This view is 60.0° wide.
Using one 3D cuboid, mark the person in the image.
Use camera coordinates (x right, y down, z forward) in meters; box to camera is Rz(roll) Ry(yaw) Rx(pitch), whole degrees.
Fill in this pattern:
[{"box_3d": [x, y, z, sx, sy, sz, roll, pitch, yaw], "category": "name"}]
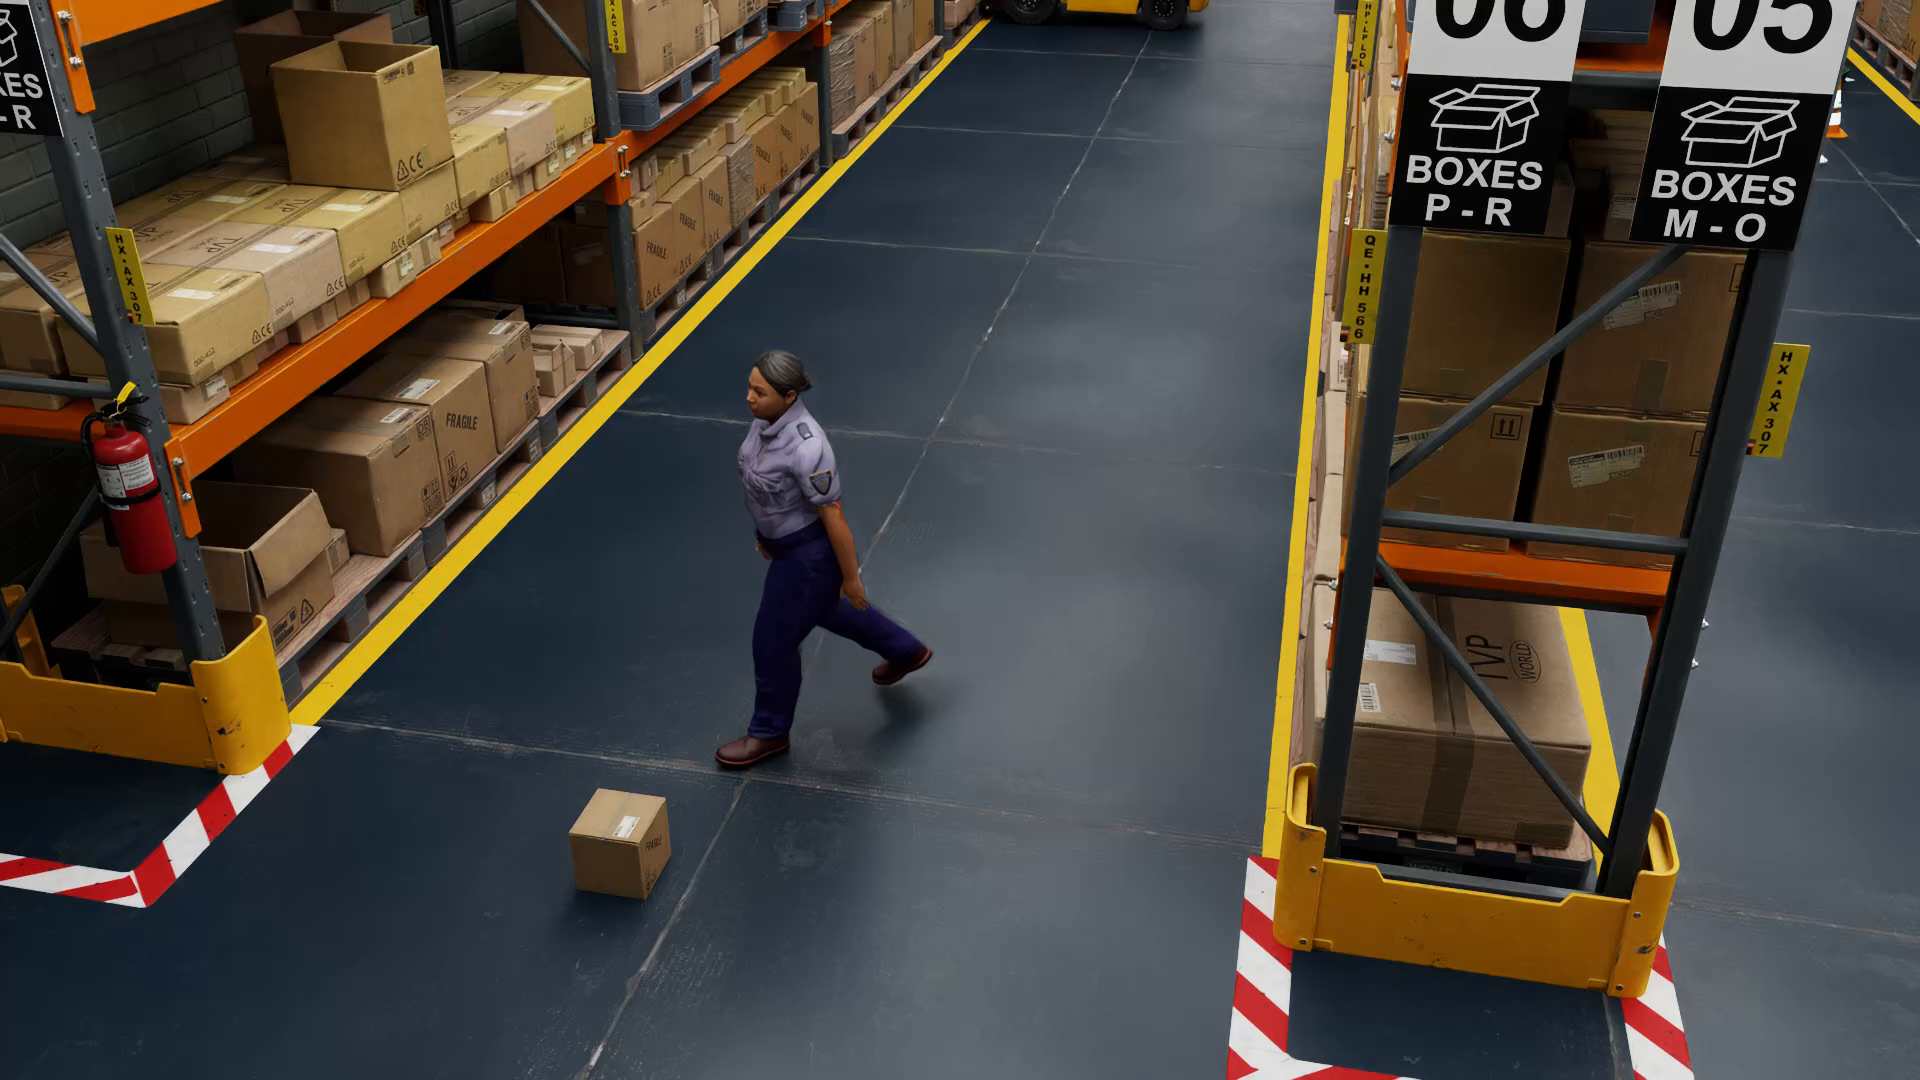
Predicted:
[{"box_3d": [-0.516, 0.026, 6.096, 0.921, 1.606, 0.536, -9, 30, -16], "category": "person"}]
